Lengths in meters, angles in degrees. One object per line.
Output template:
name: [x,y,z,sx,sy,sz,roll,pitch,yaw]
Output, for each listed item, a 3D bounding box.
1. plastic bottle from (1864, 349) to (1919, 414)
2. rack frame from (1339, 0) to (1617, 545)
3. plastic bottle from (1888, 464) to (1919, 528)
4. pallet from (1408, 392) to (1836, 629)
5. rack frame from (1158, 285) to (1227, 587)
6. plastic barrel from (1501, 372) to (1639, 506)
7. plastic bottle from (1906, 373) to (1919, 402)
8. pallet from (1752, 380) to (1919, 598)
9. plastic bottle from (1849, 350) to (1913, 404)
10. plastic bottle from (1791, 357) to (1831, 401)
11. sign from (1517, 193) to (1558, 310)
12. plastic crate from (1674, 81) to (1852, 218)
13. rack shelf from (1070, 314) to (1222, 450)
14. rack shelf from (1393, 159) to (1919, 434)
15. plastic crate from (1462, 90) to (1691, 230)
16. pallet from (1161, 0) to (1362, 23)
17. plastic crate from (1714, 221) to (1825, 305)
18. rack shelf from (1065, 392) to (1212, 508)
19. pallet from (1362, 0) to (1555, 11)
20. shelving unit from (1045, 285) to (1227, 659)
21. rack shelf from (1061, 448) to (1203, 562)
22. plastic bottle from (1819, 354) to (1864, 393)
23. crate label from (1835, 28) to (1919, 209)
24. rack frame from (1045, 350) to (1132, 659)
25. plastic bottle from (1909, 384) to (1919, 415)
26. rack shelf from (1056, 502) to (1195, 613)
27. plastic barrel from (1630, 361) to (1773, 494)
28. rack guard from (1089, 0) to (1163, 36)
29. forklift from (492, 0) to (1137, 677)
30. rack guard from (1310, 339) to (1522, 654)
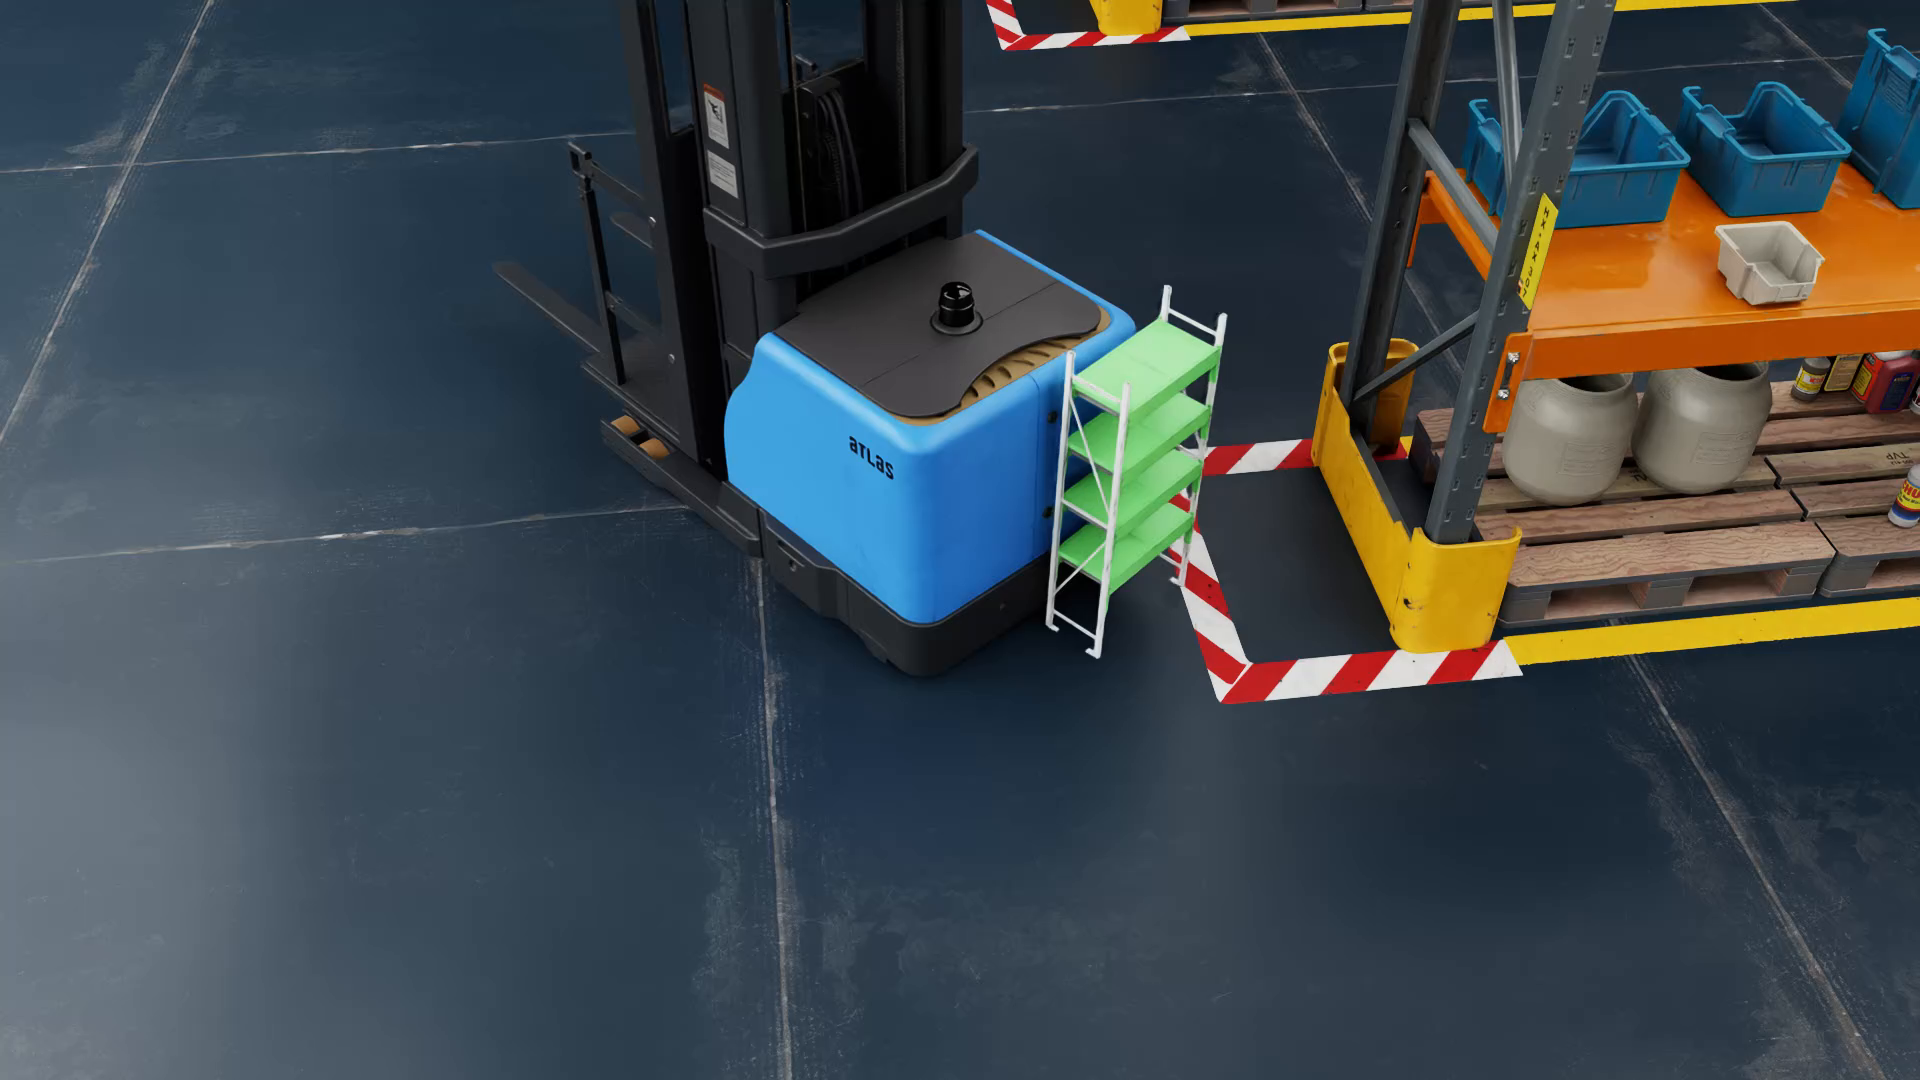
plastic bottle: [3.597,-0.615,6.392,0.133,0.283,0.061,-5,42,-6]
rack frame: [1.565,-1.077,5.204,0.127,3.000,1.000,-5,42,-6]
plastic bottle: [3.404,-0.177,5.916,0.097,0.271,0.097,0,42,0]
pallet: [2.441,-0.146,6.254,1.213,0.211,1.003,-5,42,-6]
rack frame: [0.738,-0.325,5.709,0.240,1.200,0.015,33,51,29]
plastic barrel: [2.208,-0.417,6.016,0.421,0.512,0.421,0,42,0]
plastic bottle: [3.721,-0.695,6.486,0.135,0.276,0.152,-6,42,-7]
pallet: [3.648,-0.250,6.369,1.213,0.211,1.003,-5,42,-6]
plastic bottle: [3.583,-0.683,6.473,0.135,0.276,0.152,-5,42,-5]
plastic bottle: [3.330,-0.651,6.493,0.097,0.201,0.097,0,42,0]
sign: [1.632,-0.814,4.706,0.005,0.325,0.100,-5,42,-6]
plastic crate: [2.668,-1.316,5.581,0.408,0.251,0.499,-5,42,-6]
rack shelf: [0.582,-0.508,5.290,0.258,0.148,0.480,33,51,29]
rack shelf: [3.549,-0.983,5.637,4.000,0.370,1.077,-5,42,-6]
plastic crate: [2.023,-1.264,5.522,0.616,0.251,0.499,-5,42,-6]
pallet: [1.680,-3.425,9.890,1.213,0.211,1.003,-5,42,-6]
plastic crate: [2.494,-0.843,5.142,0.250,0.136,0.298,-5,42,-6]
rack shelf: [0.577,-0.333,5.454,0.258,0.148,0.480,33,51,29]
pallet: [2.887,-3.529,10.005,1.213,0.211,1.003,-5,42,-6]
shelving unit: [0.573,-0.204,5.575,0.258,1.200,0.503,33,51,29]
rack shelf: [0.572,-0.158,5.619,0.258,0.148,0.480,33,51,29]
plastic bottle: [3.443,-0.704,6.491,0.133,0.283,0.061,-4,42,-4]
crate label: [3.355,-1.429,5.568,0.616,0.435,0.502,-5,42,-6]
rack frame: [0.409,-0.083,5.441,0.240,1.200,0.015,33,51,29]
plastic bottle: [3.755,-0.586,6.421,0.097,0.201,0.097,0,42,0]
rack shelf: [0.567,0.017,5.783,0.258,0.148,0.480,33,51,29]
plastic barrel: [2.705,-0.460,6.064,0.421,0.512,0.421,0,42,0]
rack guard: [0.903,-3.436,9.686,0.348,0.500,1.175,-5,42,-6]
forklift: [-0.768,-1.525,5.753,1.130,2.935,3.031,-32,51,-30]
rack guard: [1.635,-0.186,6.083,0.348,0.500,1.175,-5,42,-6]
